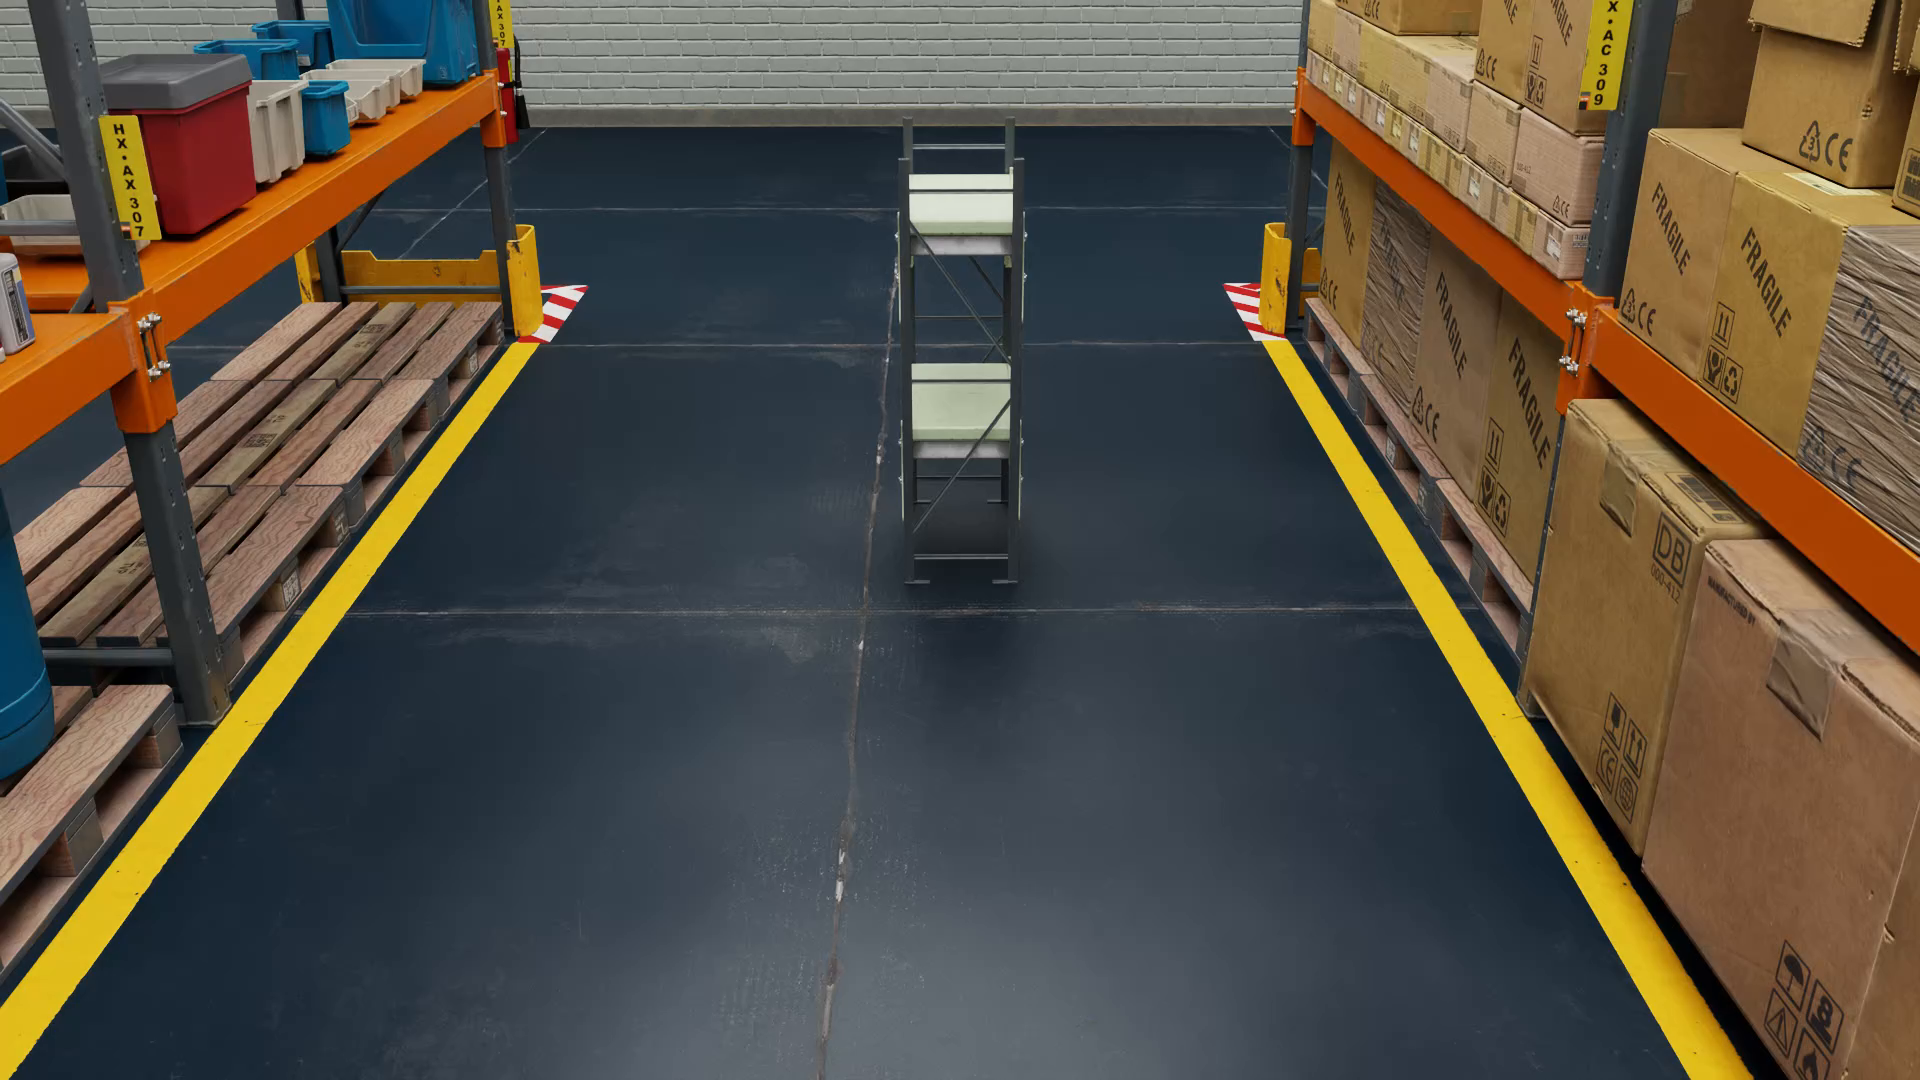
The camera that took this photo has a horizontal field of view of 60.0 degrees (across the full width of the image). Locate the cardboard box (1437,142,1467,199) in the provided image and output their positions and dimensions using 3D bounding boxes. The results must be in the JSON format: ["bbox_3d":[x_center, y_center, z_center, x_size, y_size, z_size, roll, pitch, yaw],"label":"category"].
[{"bbox_3d":[1.876,-1.279,5.743,0.380,0.149,0.250,0,24,0],"label":"cardboard box"}]

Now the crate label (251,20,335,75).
[{"bbox_3d":[-3.104,-2.319,7.869,0.416,0.233,0.303,0,24,-1],"label":"crate label"}]

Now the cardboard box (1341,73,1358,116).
[{"bbox_3d":[1.860,-1.913,7.144,0.380,0.149,0.250,-1,24,-1],"label":"cardboard box"}]

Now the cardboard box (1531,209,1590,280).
[{"bbox_3d":[1.888,-0.855,4.806,0.380,0.149,0.250,0,24,0],"label":"cardboard box"}]

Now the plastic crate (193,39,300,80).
[{"bbox_3d":[-3.097,-2.048,7.269,0.416,0.233,0.300,0,24,-1],"label":"plastic crate"}]

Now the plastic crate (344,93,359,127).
[{"bbox_3d":[-2.550,-1.687,6.588,0.298,0.136,0.250,0,24,-1],"label":"plastic crate"}]

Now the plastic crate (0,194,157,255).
[{"bbox_3d":[-2.596,-0.923,4.898,0.396,0.136,0.243,0,24,-1],"label":"plastic crate"}]

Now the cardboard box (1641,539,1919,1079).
[{"bbox_3d":[2.256,0.563,3.434,1.225,0.875,0.875,-1,24,-2],"label":"cardboard box"}]

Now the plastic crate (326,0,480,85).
[{"bbox_3d":[-2.587,-2.378,7.752,0.616,0.435,0.499,0,24,-1],"label":"plastic crate"}]

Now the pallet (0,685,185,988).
[{"bbox_3d":[-2.767,0.765,4.301,1.003,0.211,1.213,0,24,-1],"label":"pallet"}]

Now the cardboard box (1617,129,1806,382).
[{"bbox_3d":[1.974,-0.700,4.037,0.500,0.500,0.500,0,24,0],"label":"cardboard box"}]

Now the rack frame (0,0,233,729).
[{"bbox_3d":[-2.734,-0.823,4.430,1.000,3.000,0.127,0,24,-1],"label":"rack frame"}]

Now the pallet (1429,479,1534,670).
[{"bbox_3d":[2.289,0.111,5.748,1.003,0.211,1.213,0,24,-1],"label":"pallet"}]

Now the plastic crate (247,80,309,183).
[{"bbox_3d":[-2.566,-1.427,5.835,0.437,0.282,0.530,0,24,-1],"label":"plastic crate"}]

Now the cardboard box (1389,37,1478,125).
[{"bbox_3d":[1.935,-1.726,6.247,0.500,0.250,0.500,-1,24,-2],"label":"cardboard box"}]

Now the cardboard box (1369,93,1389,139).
[{"bbox_3d":[1.865,-1.702,6.677,0.380,0.149,0.250,-1,24,-1],"label":"cardboard box"}]

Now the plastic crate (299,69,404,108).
[{"bbox_3d":[-2.599,-1.924,7.111,0.396,0.136,0.243,0,24,-1],"label":"plastic crate"}]

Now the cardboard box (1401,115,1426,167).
[{"bbox_3d":[1.872,-1.490,6.209,0.380,0.149,0.250,0,24,0],"label":"cardboard box"}]

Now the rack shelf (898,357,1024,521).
[{"bbox_3d":[0.000,-0.384,6.069,0.431,0.370,0.720,0,24,-1],"label":"rack shelf"}]

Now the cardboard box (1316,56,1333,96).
[{"bbox_3d":[1.853,-2.126,7.615,0.380,0.149,0.250,-1,24,-1],"label":"cardboard box"}]

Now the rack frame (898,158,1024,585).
[{"bbox_3d":[0.004,-0.530,5.601,0.400,1.500,0.023,0,24,-1],"label":"rack frame"}]

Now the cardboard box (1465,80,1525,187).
[{"bbox_3d":[1.943,-1.307,5.320,0.500,0.250,0.500,0,24,1],"label":"cardboard box"}]

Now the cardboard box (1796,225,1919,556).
[{"bbox_3d":[1.985,-0.287,3.123,0.500,0.500,0.500,-1,24,-2],"label":"cardboard box"}]

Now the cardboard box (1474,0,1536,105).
[{"bbox_3d":[1.945,-1.649,5.167,0.500,0.500,0.500,0,24,0],"label":"cardboard box"}]

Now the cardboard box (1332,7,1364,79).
[{"bbox_3d":[1.923,-2.148,7.180,0.500,0.250,0.500,-1,24,-1],"label":"cardboard box"}]

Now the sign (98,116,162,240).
[{"bbox_3d":[-2.184,-0.951,4.377,0.100,0.325,0.005,0,24,-1],"label":"sign"}]

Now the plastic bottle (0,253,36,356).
[{"bbox_3d":[-2.406,-0.606,4.100,0.152,0.276,0.135,0,24,-1],"label":"plastic bottle"}]

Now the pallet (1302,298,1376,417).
[{"bbox_3d":[2.262,-0.894,7.971,1.003,0.211,1.213,0,24,-1],"label":"pallet"}]

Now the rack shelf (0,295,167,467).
[{"bbox_3d":[-2.712,0.329,2.756,1.077,0.370,4.000,0,24,-1],"label":"rack shelf"}]

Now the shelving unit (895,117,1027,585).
[{"bbox_3d":[0.000,-0.681,5.935,0.431,1.500,0.755,0,24,-1],"label":"shelving unit"}]

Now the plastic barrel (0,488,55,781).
[{"bbox_3d":[-2.745,0.166,4.280,0.600,0.901,0.708,0,24,-1],"label":"plastic barrel"}]

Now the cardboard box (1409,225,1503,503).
[{"bbox_3d":[2.282,-0.712,6.253,0.875,0.875,0.875,0,24,-1],"label":"cardboard box"}]

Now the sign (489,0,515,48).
[{"bbox_3d":[-2.228,-2.555,8.061,0.100,0.325,0.005,0,24,-1],"label":"sign"}]

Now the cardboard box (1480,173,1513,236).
[{"bbox_3d":[1.882,-1.067,5.274,0.380,0.149,0.250,-1,24,-1],"label":"cardboard box"}]

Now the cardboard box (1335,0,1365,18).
[{"bbox_3d":[1.916,-2.498,7.043,0.500,0.500,0.500,-1,24,-2],"label":"cardboard box"}]

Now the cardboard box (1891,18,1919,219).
[{"bbox_3d":[2.230,-0.802,3.045,0.797,0.503,0.637,0,24,0],"label":"cardboard box"}]

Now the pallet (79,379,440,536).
[{"bbox_3d":[-2.797,-0.360,6.789,1.003,0.211,1.213,0,24,-1],"label":"pallet"}]

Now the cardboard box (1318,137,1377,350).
[{"bbox_3d":[2.262,-1.454,7.893,0.875,0.875,0.875,0,24,-1],"label":"cardboard box"}]

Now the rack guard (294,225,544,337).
[{"bbox_3d":[-2.791,-1.342,8.611,1.175,0.500,0.348,0,24,-1],"label":"rack guard"}]

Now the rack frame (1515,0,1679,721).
[{"bbox_3d":[2.219,-0.846,4.479,1.000,3.000,0.127,0,24,-1],"label":"rack frame"}]

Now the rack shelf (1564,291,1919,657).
[{"bbox_3d":[2.241,0.306,2.806,1.077,0.370,4.000,0,24,-1],"label":"rack shelf"}]
